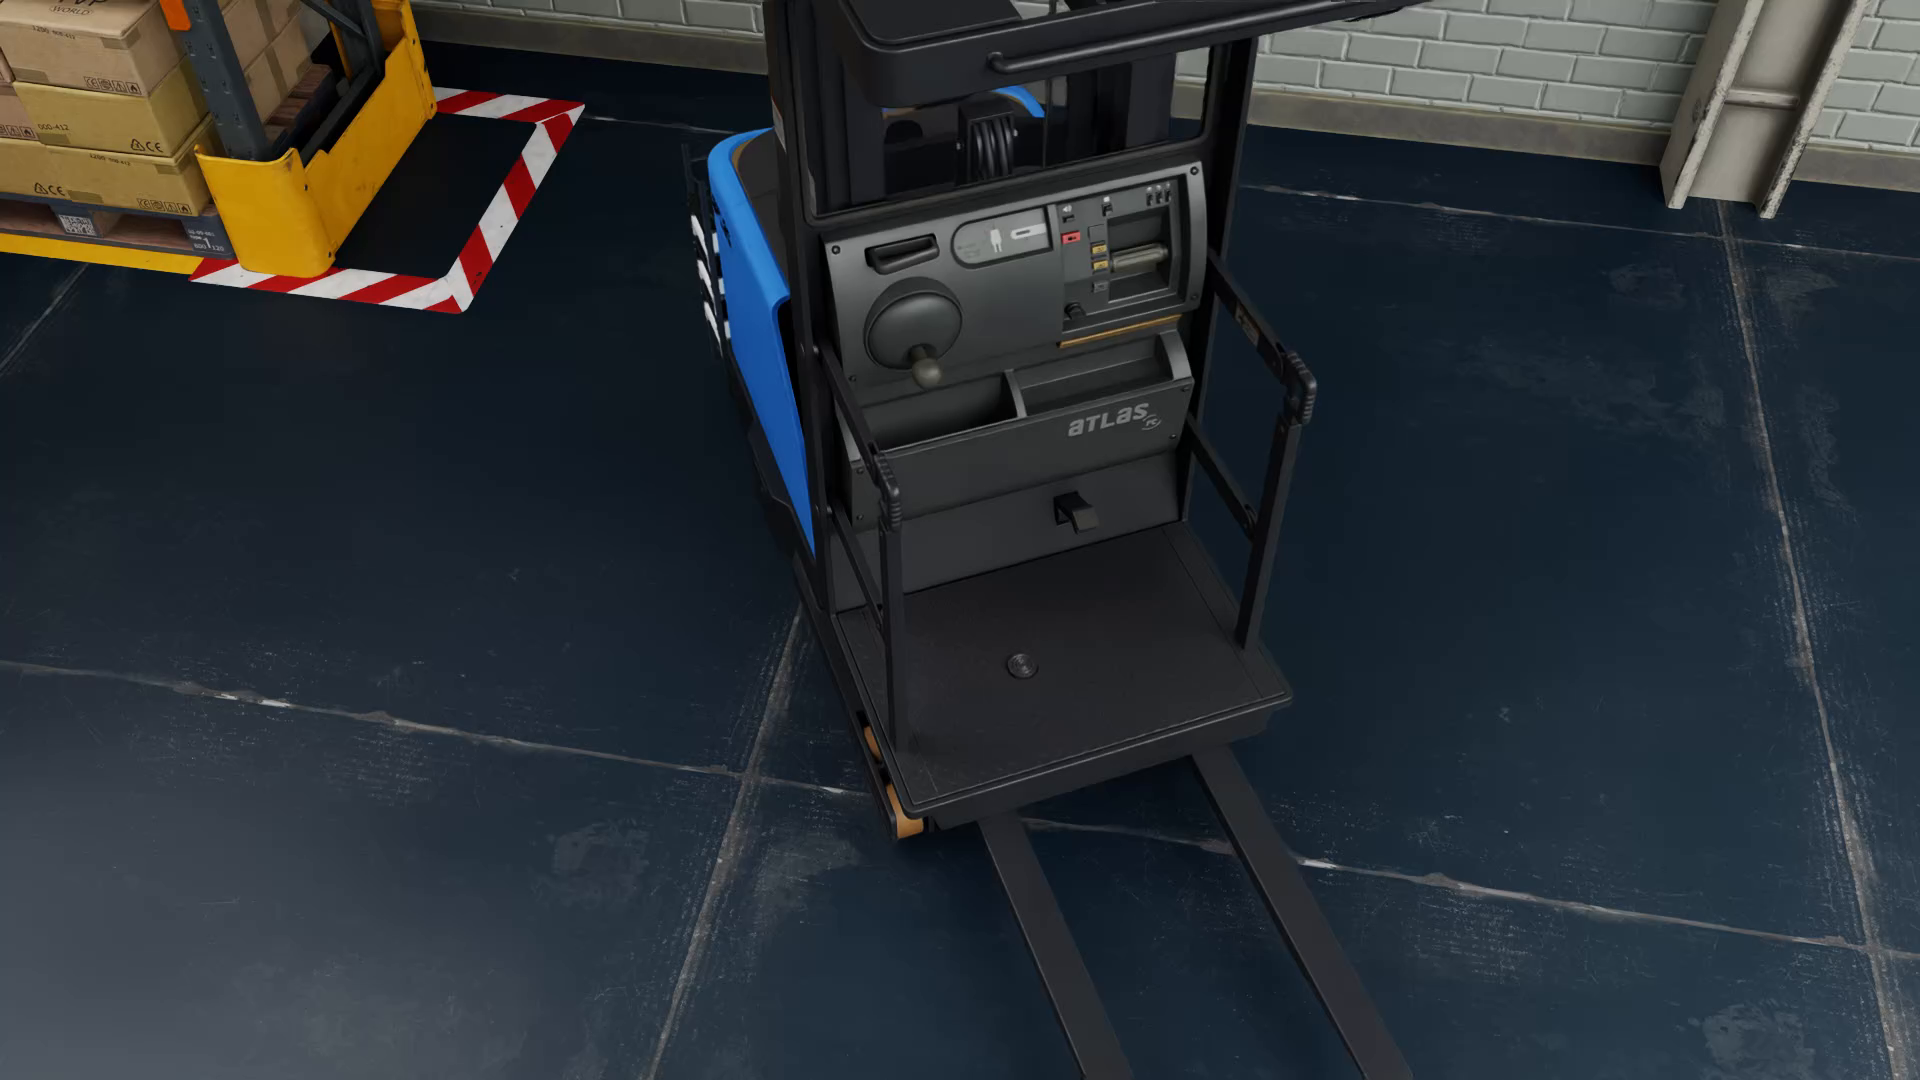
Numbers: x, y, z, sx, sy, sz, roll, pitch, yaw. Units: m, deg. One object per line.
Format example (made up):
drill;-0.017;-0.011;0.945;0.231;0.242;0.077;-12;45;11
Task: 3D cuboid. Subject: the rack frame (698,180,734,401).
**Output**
rack frame;-0.677;-0.808;5.371;0.240;0.900;0.006;-15;50;-14

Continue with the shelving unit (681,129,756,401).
shelving unit;-0.713;-0.879;5.435;0.258;0.900;0.210;-15;50;-14

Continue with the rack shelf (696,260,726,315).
rack shelf;-0.713;-0.857;5.460;0.258;0.077;0.200;-15;50;-14

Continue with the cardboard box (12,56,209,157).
cardboard box;-2.971;-1.635;5.933;0.500;0.250;0.500;7;48;6

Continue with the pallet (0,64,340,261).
pallet;-3.197;-1.550;6.501;1.213;0.211;1.003;8;49;7

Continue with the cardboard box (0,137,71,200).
cardboard box;-3.443;-1.536;6.180;0.500;0.250;0.500;8;49;7

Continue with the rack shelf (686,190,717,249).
rack shelf;-0.713;-1.037;5.259;0.258;0.077;0.200;-15;50;-14

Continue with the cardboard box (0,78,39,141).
cardboard box;-3.463;-1.709;6.000;0.500;0.250;0.500;7;48;6

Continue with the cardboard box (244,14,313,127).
cardboard box;-2.885;-1.841;6.454;0.500;0.250;0.500;8;49;7

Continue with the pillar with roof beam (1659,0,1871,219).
pillar with roof beam;2.177;-1.223;0.299;0.400;9.000;9.100;8;49;7

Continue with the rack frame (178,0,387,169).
rack frame;-2.437;-2.411;5.400;0.127;3.000;1.000;8;49;7

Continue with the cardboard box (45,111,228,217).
cardboard box;-2.955;-1.464;6.115;0.500;0.250;0.500;8;49;7

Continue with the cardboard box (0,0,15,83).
cardboard box;-3.449;-1.863;5.801;0.500;0.250;0.500;8;49;8

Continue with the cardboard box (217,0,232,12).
cardboard box;-2.876;-2.169;6.076;0.500;0.250;0.500;7;48;6

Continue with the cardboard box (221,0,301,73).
cardboard box;-2.862;-2.014;6.273;0.500;0.250;0.500;8;49;8

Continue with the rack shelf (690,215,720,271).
rack shelf;-0.713;-0.977;5.326;0.258;0.077;0.200;-15;50;-14

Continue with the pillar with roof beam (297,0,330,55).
pillar with roof beam;-3.727;-2.017;1.013;0.400;9.000;9.100;8;49;7

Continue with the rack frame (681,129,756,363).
rack frame;-0.748;-0.950;5.499;0.240;0.900;0.006;-15;50;-14

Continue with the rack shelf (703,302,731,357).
rack shelf;-0.713;-0.736;5.594;0.258;0.077;0.200;-15;50;-14

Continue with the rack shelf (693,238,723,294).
rack shelf;-0.713;-0.917;5.393;0.258;0.077;0.200;-15;50;-14

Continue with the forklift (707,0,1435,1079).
forklift;0.219;-0.524;3.751;1.130;2.935;3.031;-15;50;-13

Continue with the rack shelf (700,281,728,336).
rack shelf;-0.713;-0.797;5.527;0.258;0.077;0.200;-15;50;-14

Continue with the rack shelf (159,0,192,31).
rack shelf;-4.405;-2.435;5.905;4.000;0.370;1.077;8;49;7

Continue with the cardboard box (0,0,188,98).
cardboard box;-2.945;-1.799;5.744;0.500;0.250;0.500;9;49;8

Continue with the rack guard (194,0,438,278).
rack guard;-2.413;-1.573;6.327;0.348;0.500;1.175;8;49;7
